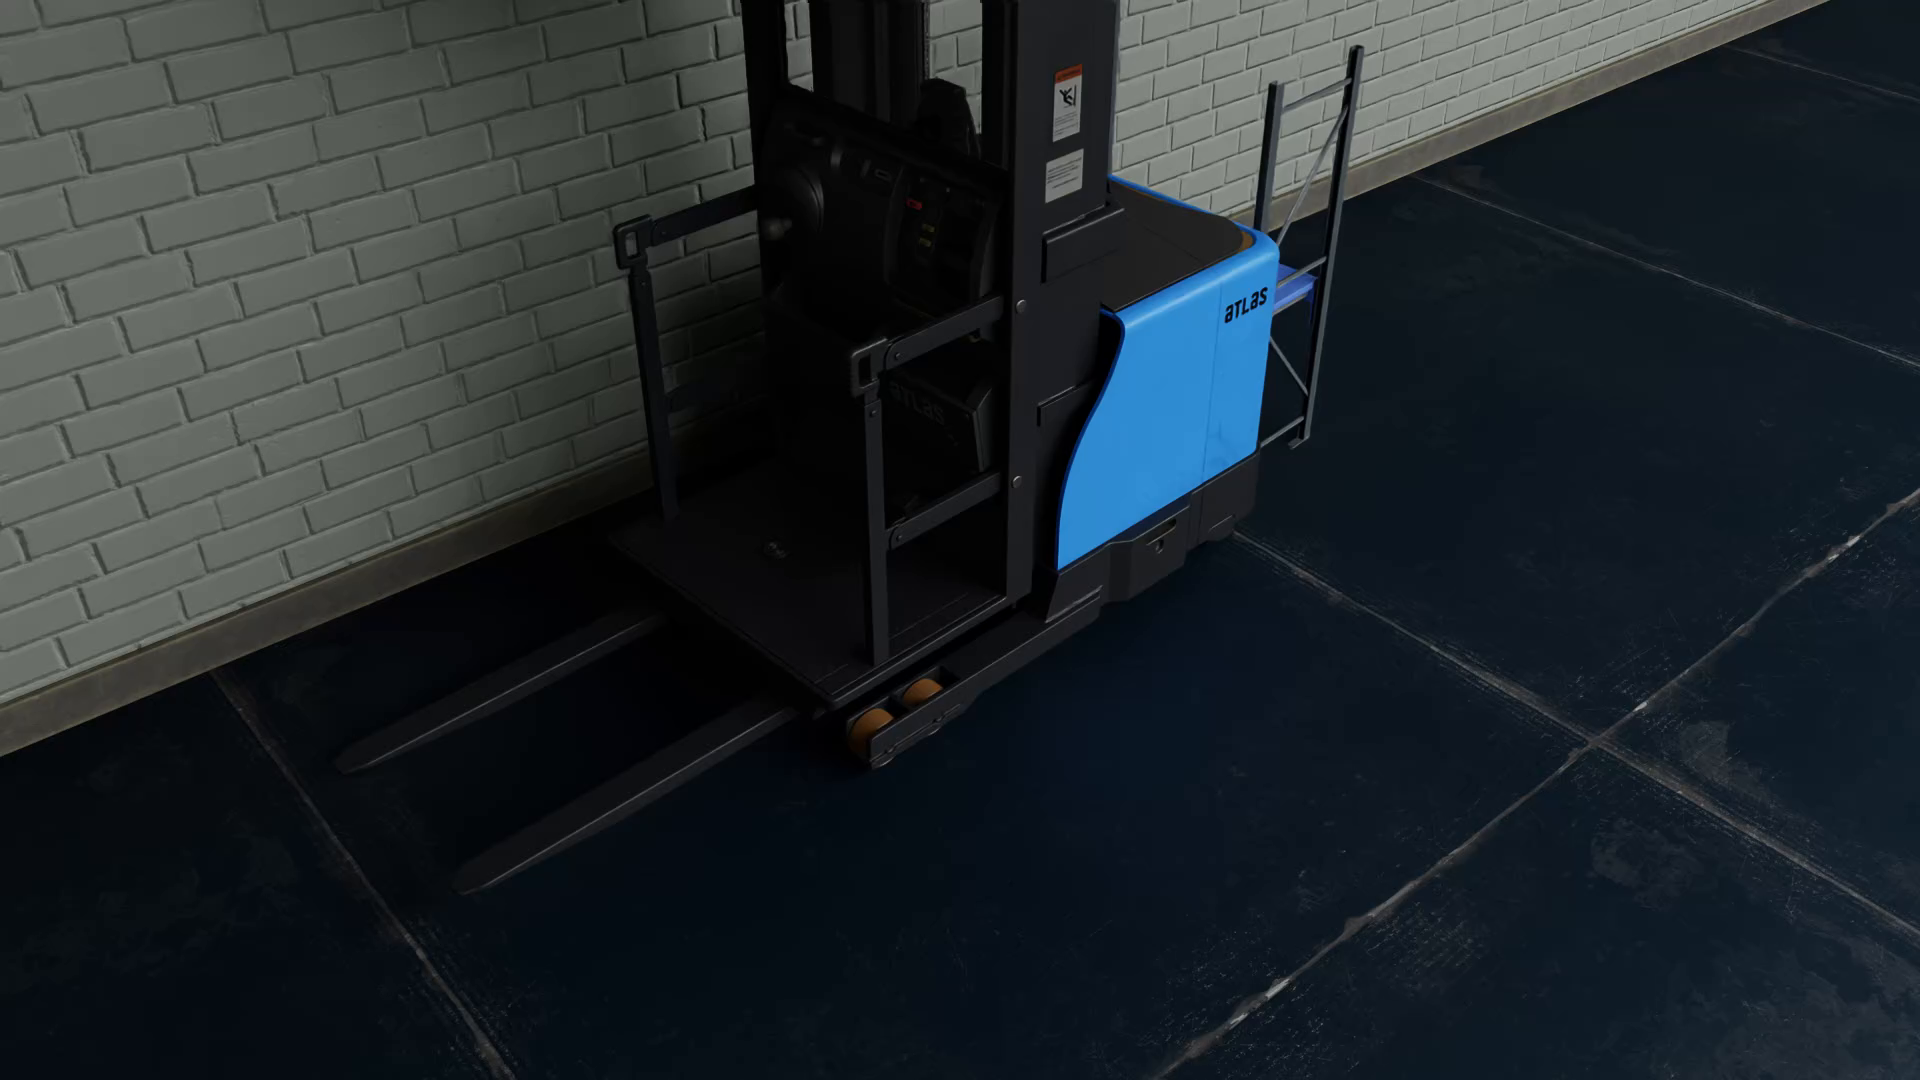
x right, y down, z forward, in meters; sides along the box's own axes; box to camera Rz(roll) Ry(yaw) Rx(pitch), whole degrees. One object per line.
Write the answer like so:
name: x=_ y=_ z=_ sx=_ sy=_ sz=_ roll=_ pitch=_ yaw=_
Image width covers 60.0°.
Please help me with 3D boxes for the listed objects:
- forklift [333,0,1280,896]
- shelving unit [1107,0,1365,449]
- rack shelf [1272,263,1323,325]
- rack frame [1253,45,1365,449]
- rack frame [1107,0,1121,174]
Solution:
forklift: x=-0.384 y=-0.879 z=4.455 sx=3.031 sy=2.935 sz=1.130 roll=-29 pitch=45 yaw=-35
shelving unit: x=0.771 y=-1.103 z=6.009 sx=1.048 sy=1.500 sz=0.538 roll=29 pitch=44 yaw=34
rack shelf: x=0.771 y=-0.956 z=6.113 sx=1.000 sy=0.185 sz=0.538 roll=29 pitch=44 yaw=34
rack frame: x=1.140 y=-0.900 z=5.723 sx=0.032 sy=1.500 sz=0.500 roll=29 pitch=44 yaw=34
rack frame: x=0.403 y=-1.305 z=6.295 sx=0.032 sy=1.500 sz=0.500 roll=29 pitch=44 yaw=34
